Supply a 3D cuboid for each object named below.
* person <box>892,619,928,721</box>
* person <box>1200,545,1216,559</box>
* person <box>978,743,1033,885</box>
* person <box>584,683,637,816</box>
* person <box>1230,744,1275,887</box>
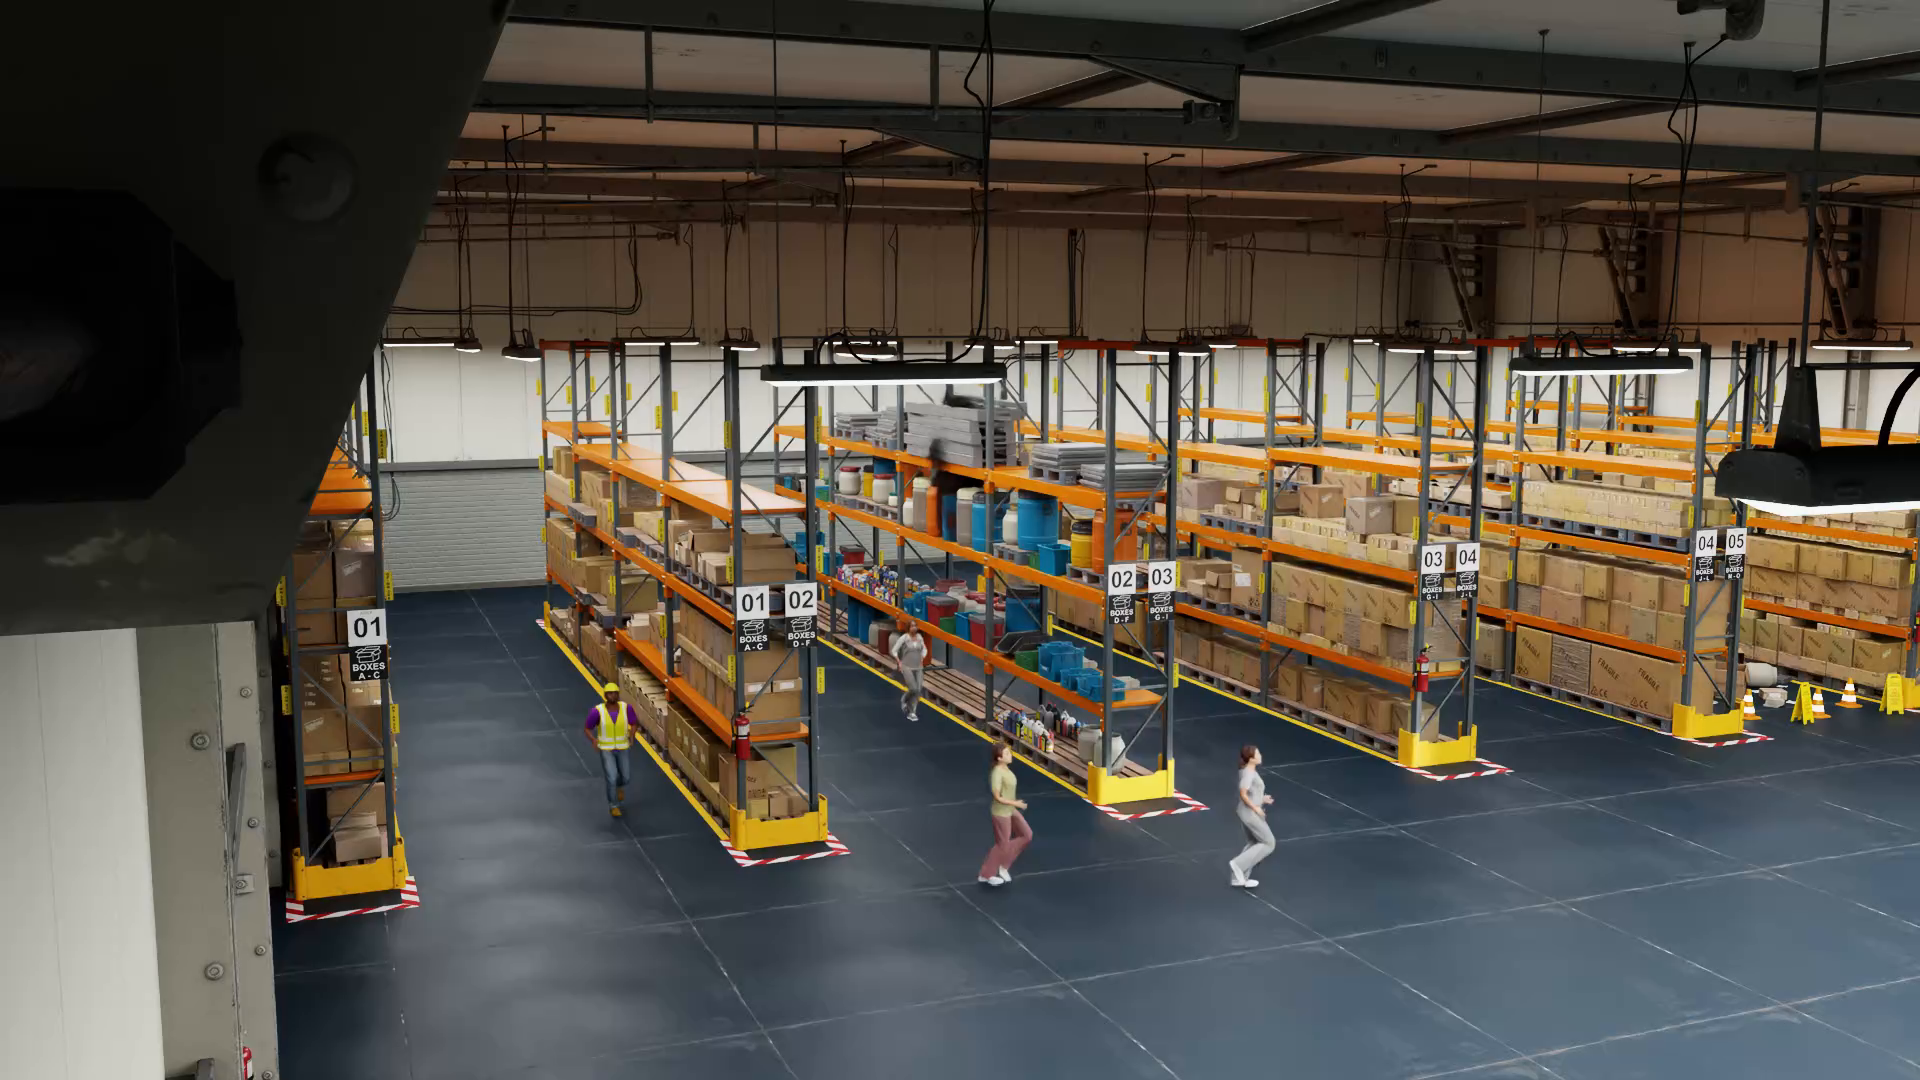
[{"bbox_3d":[-0.731,1.972,25.372,0.549,1.551,0.493,-4,8,-27],"label":"person"},{"bbox_3d":[6.114,0.084,41.634,0.910,1.681,0.723,4,8,28],"label":"person"},{"bbox_3d":[0.505,3.083,18.762,0.600,1.628,0.581,2,8,13],"label":"person"},{"bbox_3d":[-4.501,2.688,21.530,0.700,1.719,0.625,-3,8,-23],"label":"person"},{"bbox_3d":[3.298,3.097,18.692,0.544,1.626,0.540,0,7,-1],"label":"person"}]
